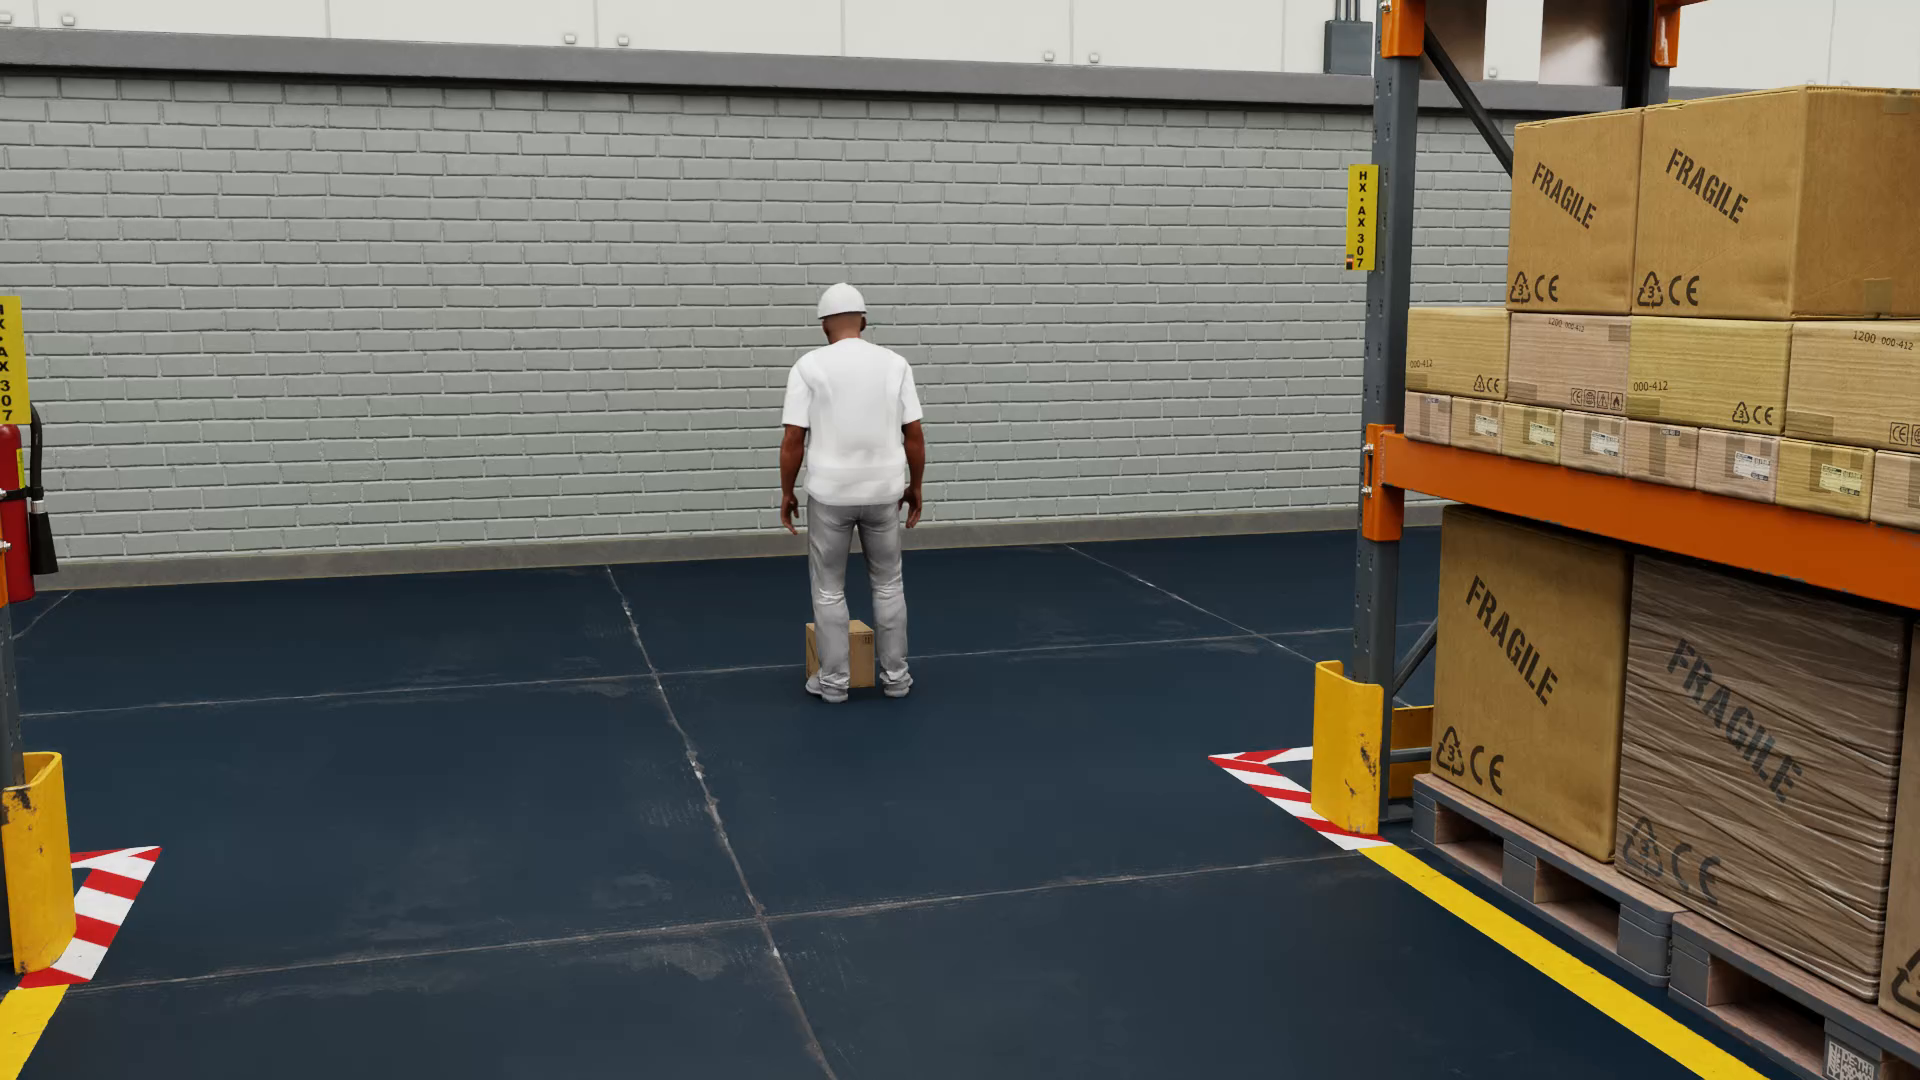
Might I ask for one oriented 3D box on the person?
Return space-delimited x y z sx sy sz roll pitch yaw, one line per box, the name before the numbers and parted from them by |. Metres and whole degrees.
person | -0.457 -0.201 7.060 0.628 1.761 0.461 -3 10 -16
